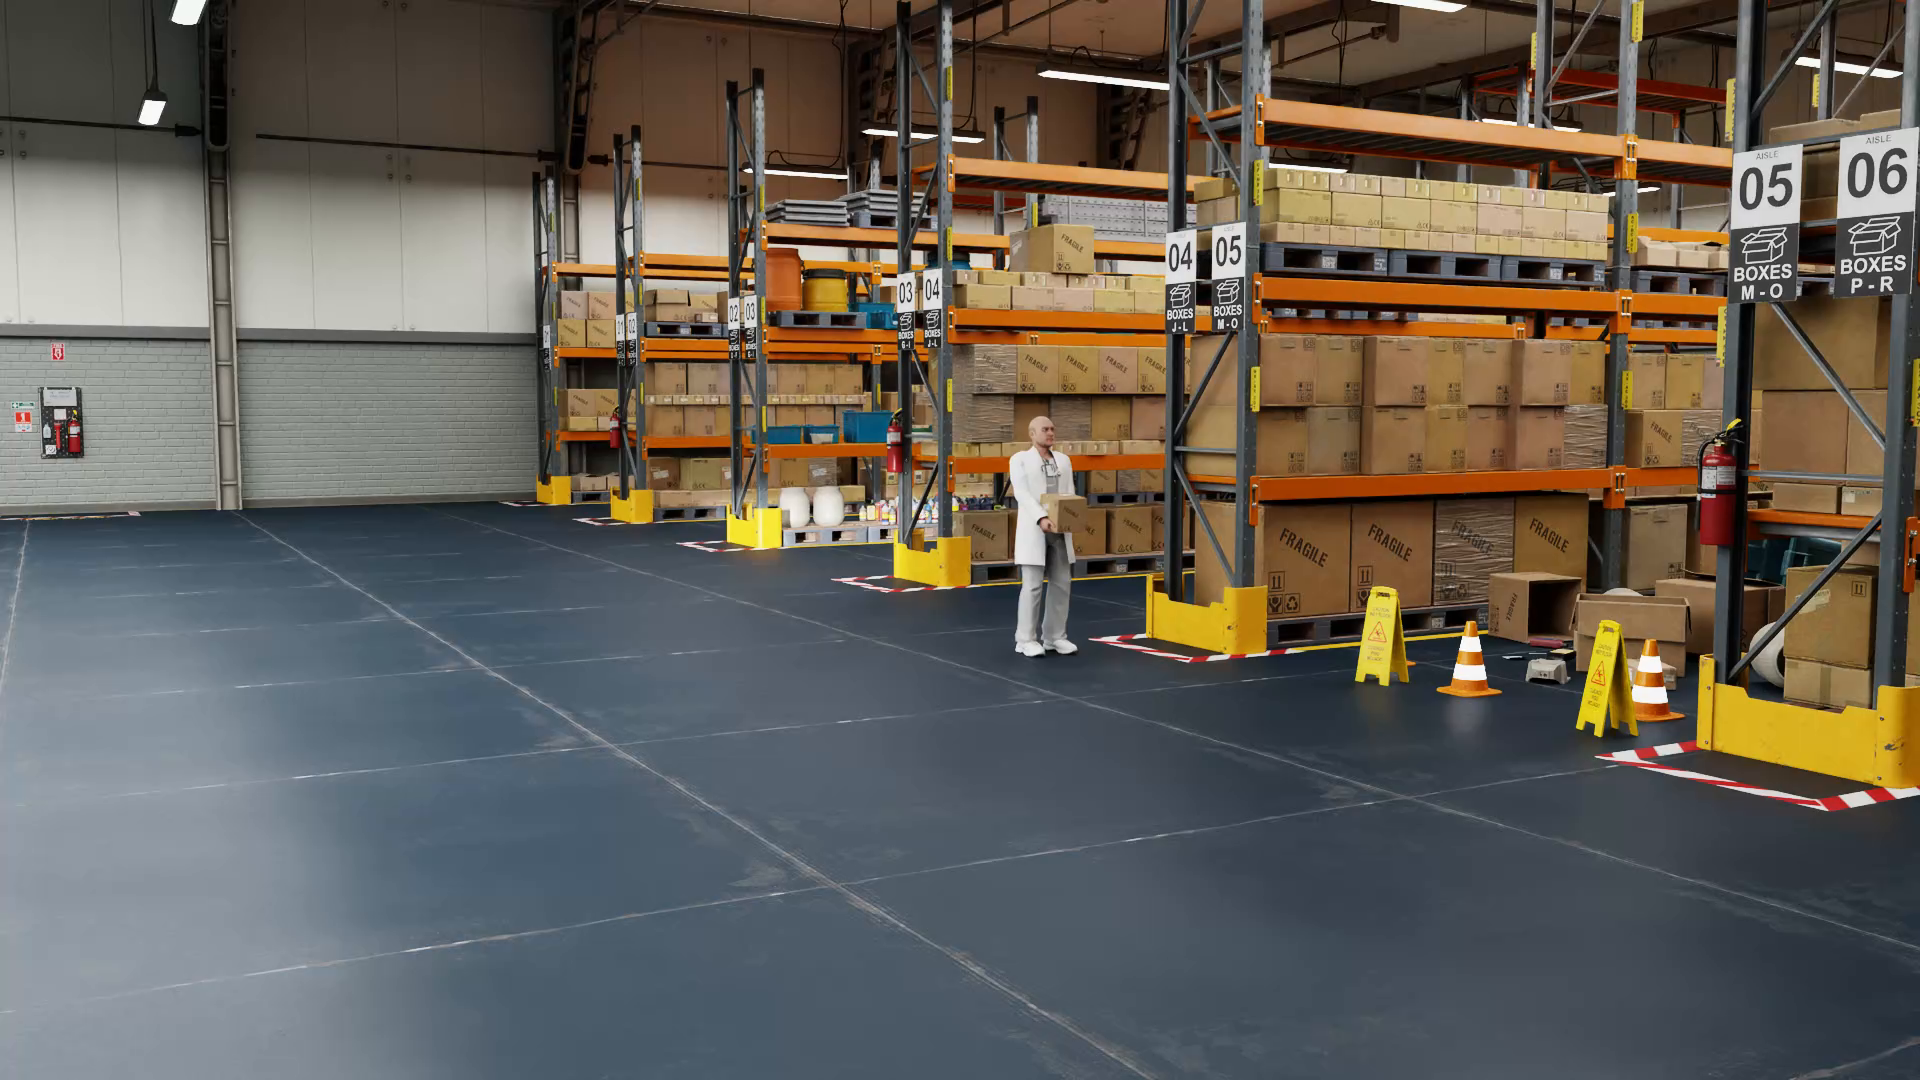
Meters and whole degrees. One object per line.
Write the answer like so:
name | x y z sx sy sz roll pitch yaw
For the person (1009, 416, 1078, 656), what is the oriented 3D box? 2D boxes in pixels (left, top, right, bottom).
person | 0.676 -0.029 12.342 0.529 1.769 0.562 -3 6 -29
